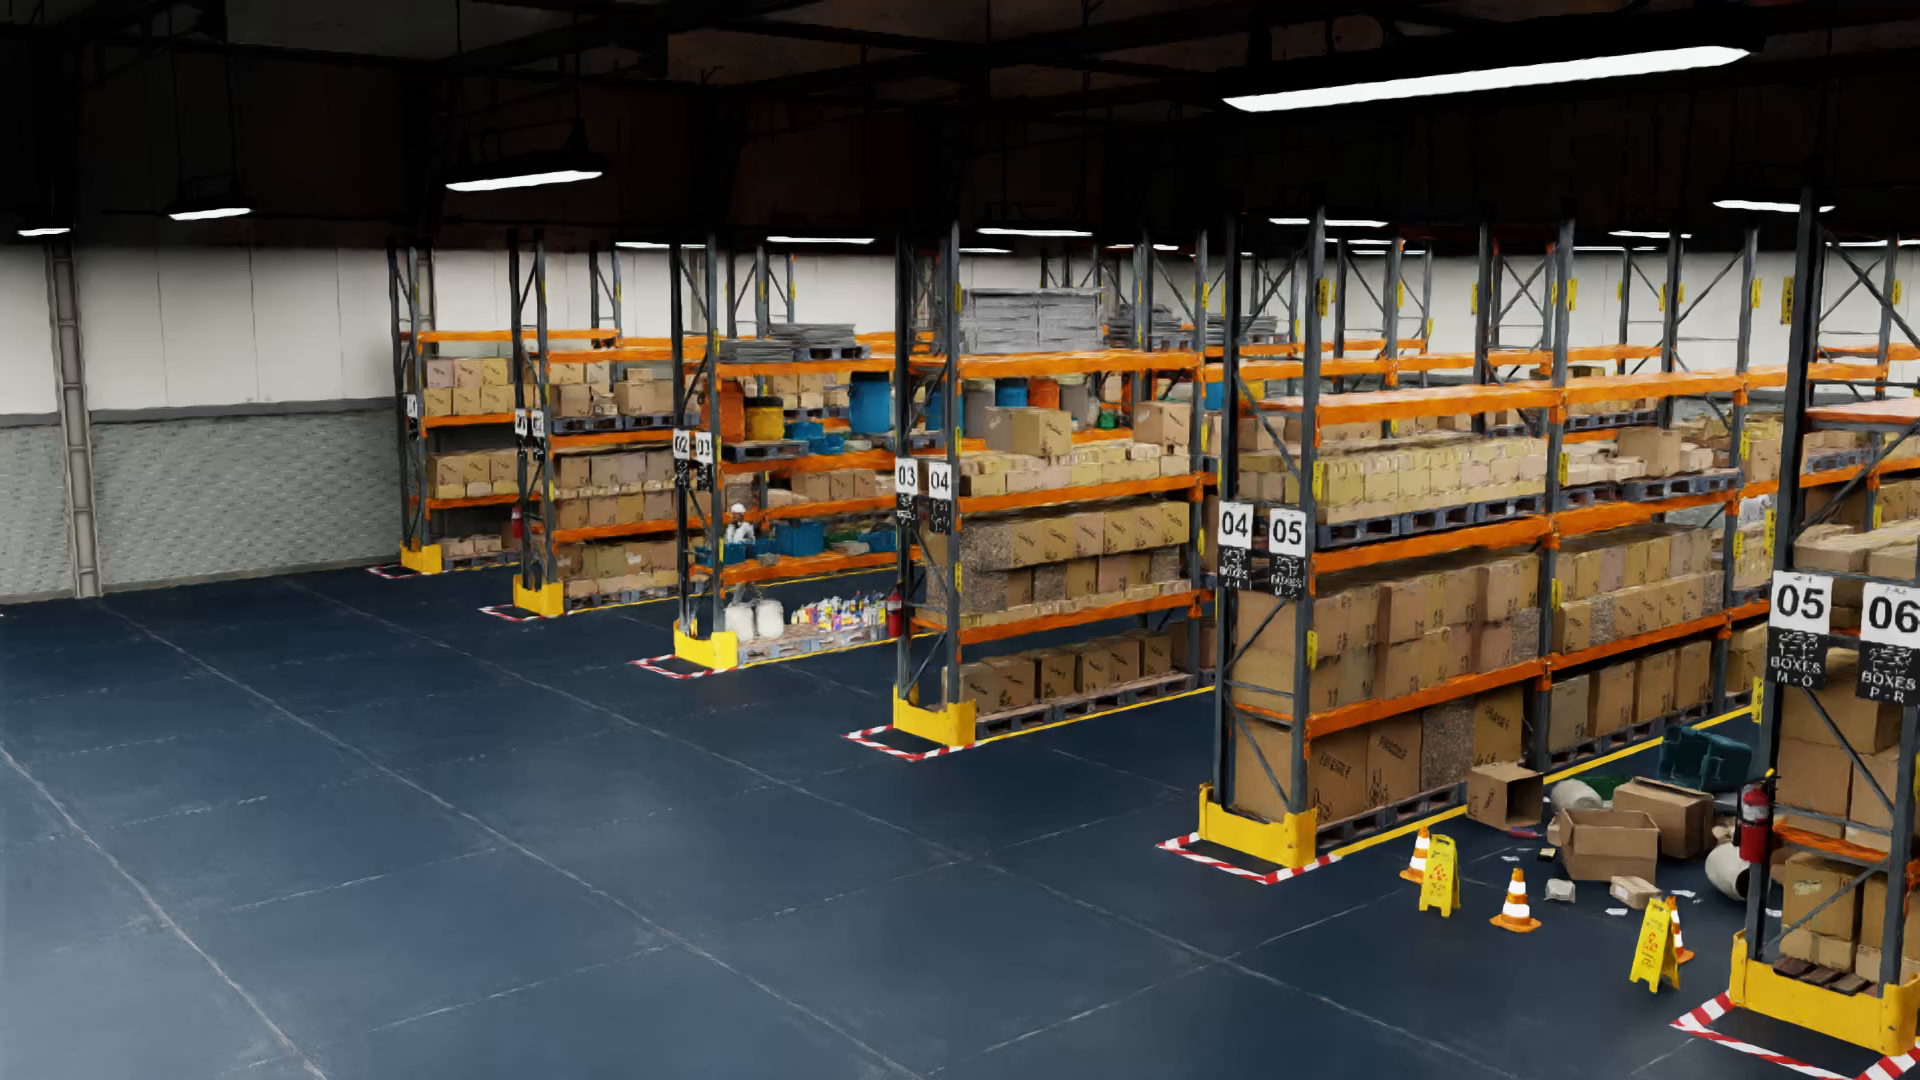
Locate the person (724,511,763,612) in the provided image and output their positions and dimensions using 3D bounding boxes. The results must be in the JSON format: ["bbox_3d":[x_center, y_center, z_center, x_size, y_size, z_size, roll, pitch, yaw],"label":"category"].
[{"bbox_3d":[-3.496,0.285,26.364,0.538,1.648,1.026,8,12,41],"label":"person"}]

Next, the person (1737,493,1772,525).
[{"bbox_3d":[14.329,-0.288,30.157,0.708,1.667,0.843,6,10,33],"label":"person"}]
